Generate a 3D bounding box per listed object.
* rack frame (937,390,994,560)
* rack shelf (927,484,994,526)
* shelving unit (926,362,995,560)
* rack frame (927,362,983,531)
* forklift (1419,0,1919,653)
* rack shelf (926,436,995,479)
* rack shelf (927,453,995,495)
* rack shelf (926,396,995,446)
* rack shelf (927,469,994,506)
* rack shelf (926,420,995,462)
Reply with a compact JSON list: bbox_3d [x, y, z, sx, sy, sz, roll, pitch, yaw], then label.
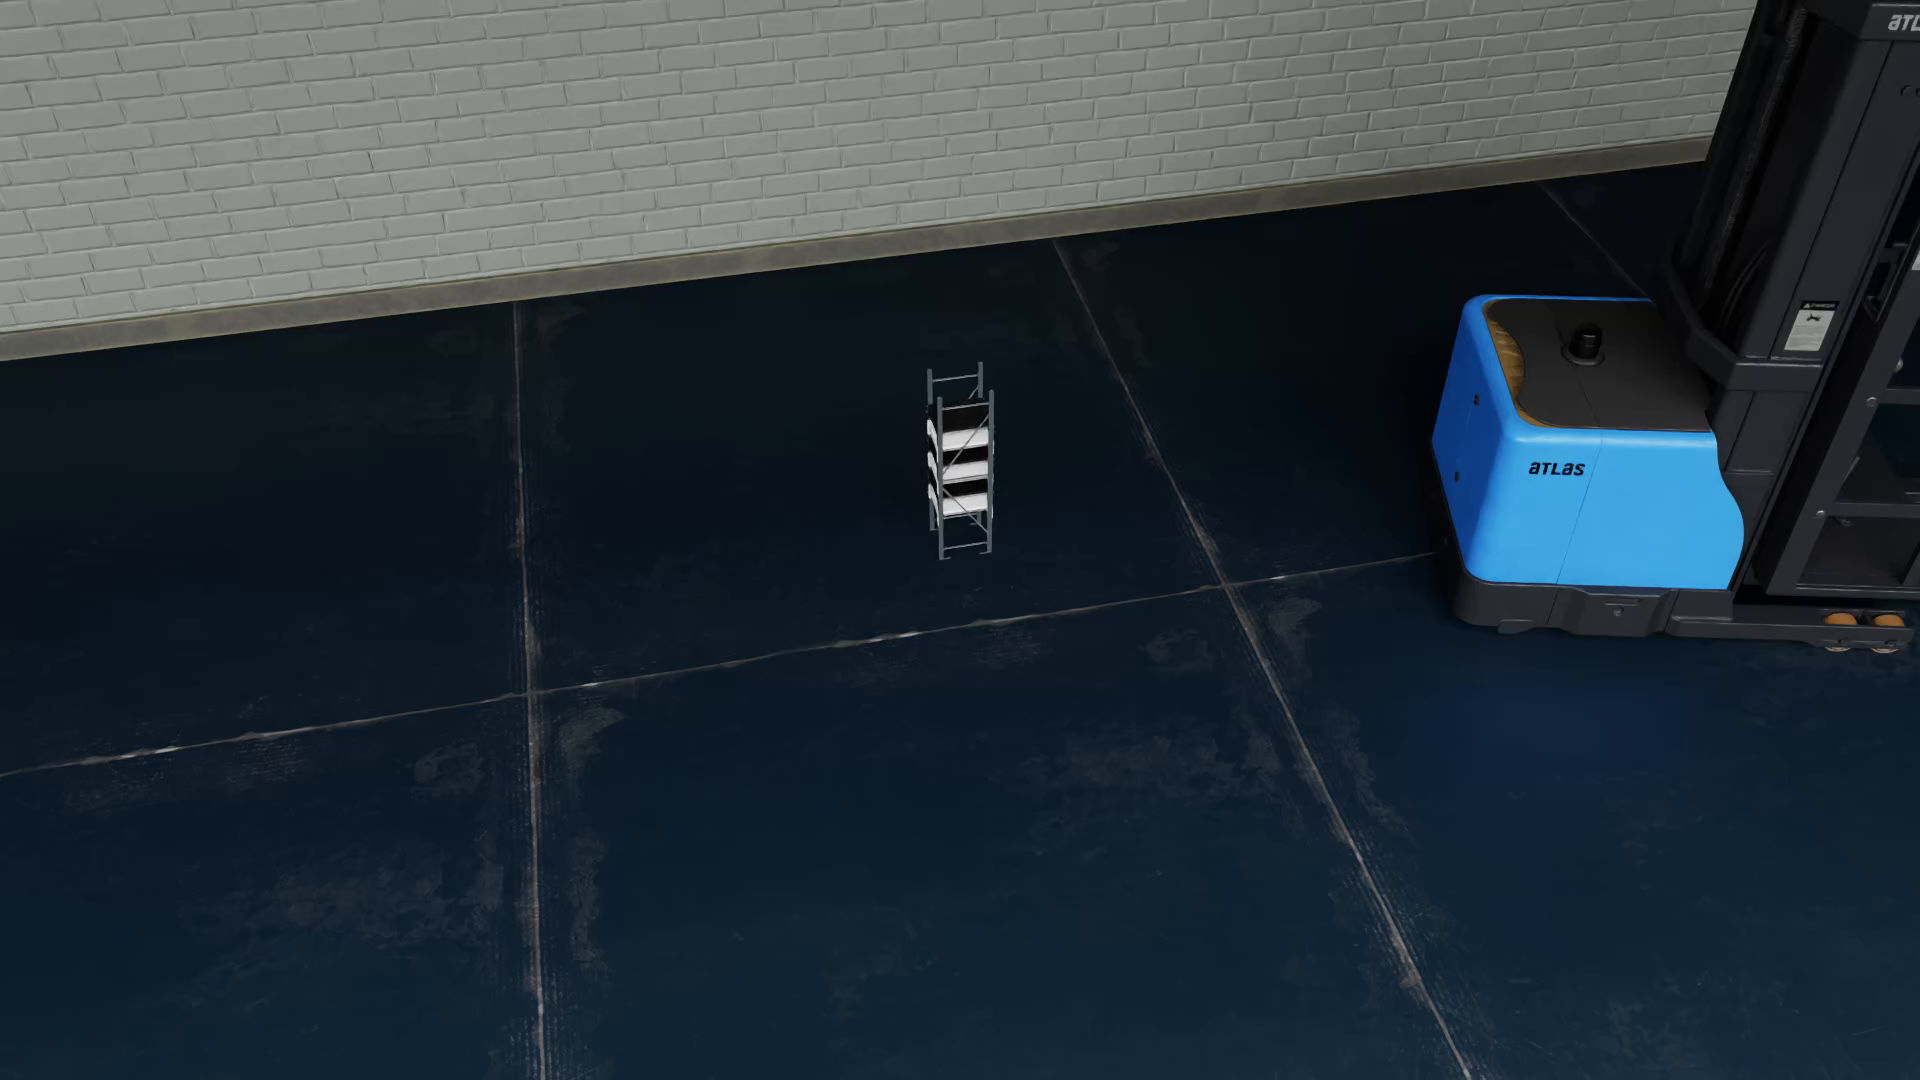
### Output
[{"bbox_3d":[0.024,-0.265,7.153,0.240,0.900,0.006,-8,42,-9],"label":"rack frame"},{"bbox_3d":[0.002,-0.172,7.369,0.258,0.077,0.200,-8,42,-9],"label":"rack shelf"},{"bbox_3d":[0.002,-0.331,7.227,0.258,0.900,0.210,-8,42,-9],"label":"shelving unit"},{"bbox_3d":[-0.020,-0.397,7.301,0.240,0.900,0.006,-8,42,-9],"label":"rack frame"},{"bbox_3d":[3.627,-0.985,6.433,3.031,2.935,1.130,2,42,2],"label":"forklift"},{"bbox_3d":[0.002,-0.374,7.189,0.258,0.077,0.200,-8,42,-9],"label":"rack shelf"},{"bbox_3d":[0.002,-0.306,7.249,0.258,0.077,0.200,-8,42,-9],"label":"rack shelf"},{"bbox_3d":[0.002,-0.508,7.070,0.258,0.077,0.200,-8,42,-9],"label":"rack shelf"},{"bbox_3d":[0.002,-0.239,7.309,0.258,0.077,0.200,-8,42,-9],"label":"rack shelf"},{"bbox_3d":[0.002,-0.441,7.130,0.258,0.077,0.200,-8,42,-9],"label":"rack shelf"}]
